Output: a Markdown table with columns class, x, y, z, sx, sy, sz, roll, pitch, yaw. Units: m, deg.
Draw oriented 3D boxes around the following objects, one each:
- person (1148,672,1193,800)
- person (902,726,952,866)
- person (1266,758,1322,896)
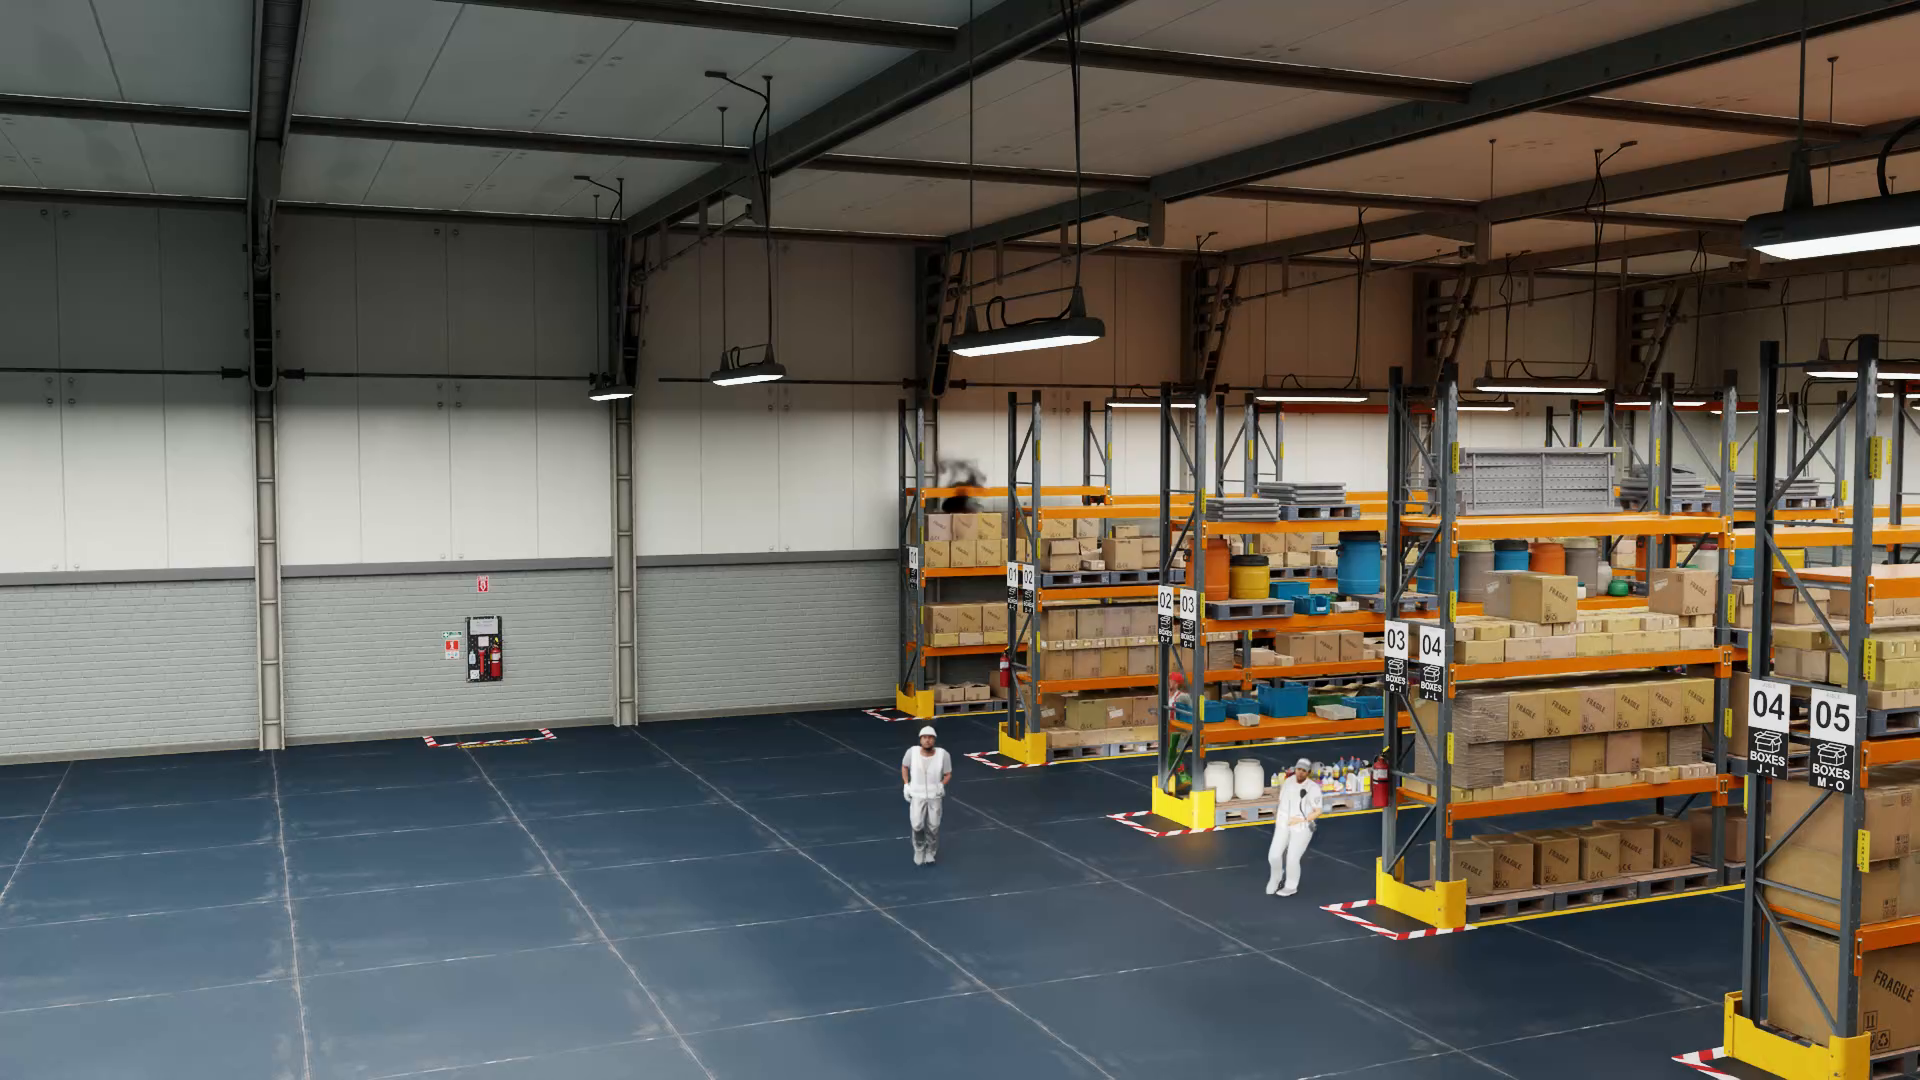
| class | x | y | z | sx | sy | sz | roll | pitch | yaw |
| --- | --- | --- | --- | --- | --- | --- | --- | --- | --- |
| person | 3.082 | 2.833 | 24.218 | 0.797 | 1.830 | 0.640 | -2 | 4 | -29 |
| person | -0.399 | 3.107 | 20.165 | 0.609 | 1.722 | 0.738 | 0 | 3 | -2 |
| person | 3.754 | 3.252 | 18.768 | 0.663 | 1.615 | 0.554 | 2 | 4 | 34 |
